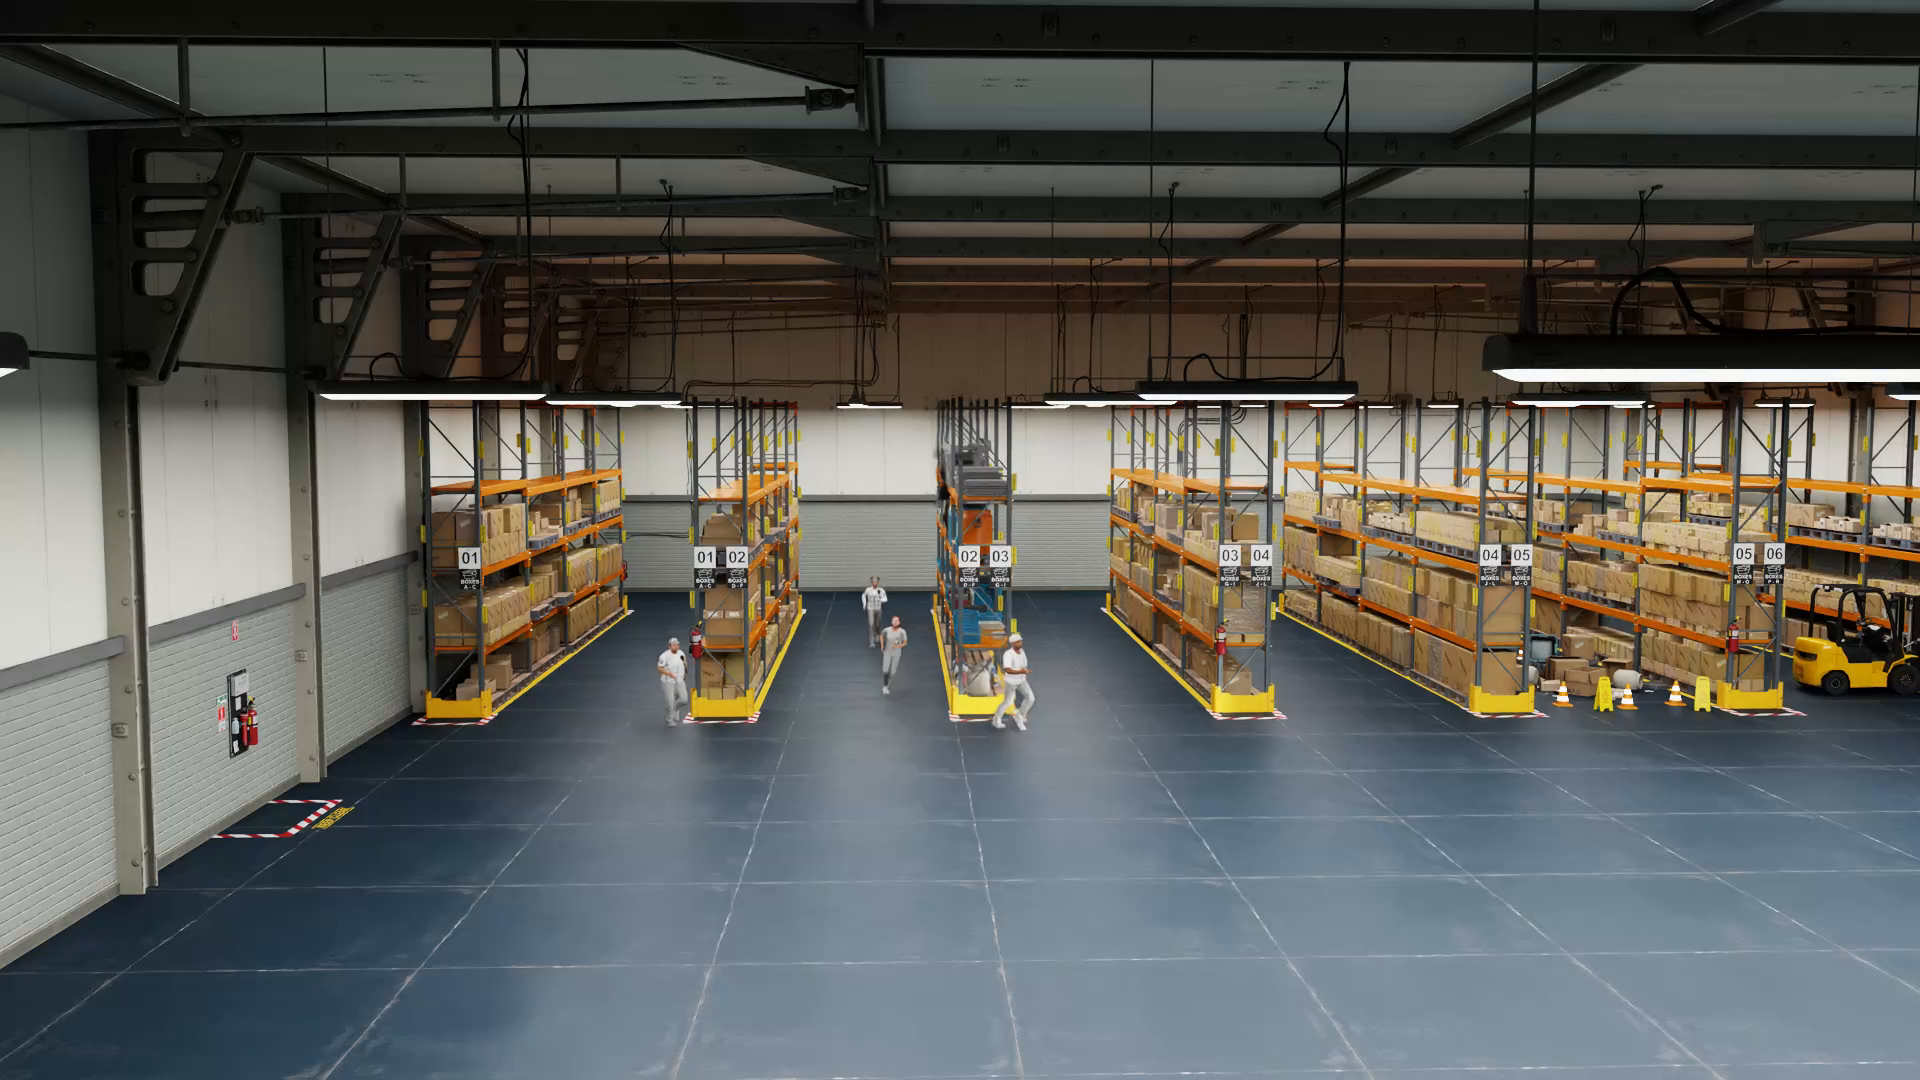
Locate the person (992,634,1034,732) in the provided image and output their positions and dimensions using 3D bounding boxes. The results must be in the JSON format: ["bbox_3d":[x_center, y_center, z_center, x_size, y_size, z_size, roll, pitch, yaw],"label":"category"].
[{"bbox_3d":[0.998,2.547,29.720,0.869,1.769,0.713,4,6,42],"label":"person"}]

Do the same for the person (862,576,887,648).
[{"bbox_3d":[-2.077,1.730,40.561,0.604,1.692,0.915,0,4,-5],"label":"person"}]

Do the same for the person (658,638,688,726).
[{"bbox_3d":[-5.194,2.591,30.302,0.613,1.609,0.573,-3,5,-34],"label":"person"}]

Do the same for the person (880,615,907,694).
[{"bbox_3d":[-1.339,2.314,33.464,0.547,1.621,0.581,0,4,-1],"label":"person"}]
